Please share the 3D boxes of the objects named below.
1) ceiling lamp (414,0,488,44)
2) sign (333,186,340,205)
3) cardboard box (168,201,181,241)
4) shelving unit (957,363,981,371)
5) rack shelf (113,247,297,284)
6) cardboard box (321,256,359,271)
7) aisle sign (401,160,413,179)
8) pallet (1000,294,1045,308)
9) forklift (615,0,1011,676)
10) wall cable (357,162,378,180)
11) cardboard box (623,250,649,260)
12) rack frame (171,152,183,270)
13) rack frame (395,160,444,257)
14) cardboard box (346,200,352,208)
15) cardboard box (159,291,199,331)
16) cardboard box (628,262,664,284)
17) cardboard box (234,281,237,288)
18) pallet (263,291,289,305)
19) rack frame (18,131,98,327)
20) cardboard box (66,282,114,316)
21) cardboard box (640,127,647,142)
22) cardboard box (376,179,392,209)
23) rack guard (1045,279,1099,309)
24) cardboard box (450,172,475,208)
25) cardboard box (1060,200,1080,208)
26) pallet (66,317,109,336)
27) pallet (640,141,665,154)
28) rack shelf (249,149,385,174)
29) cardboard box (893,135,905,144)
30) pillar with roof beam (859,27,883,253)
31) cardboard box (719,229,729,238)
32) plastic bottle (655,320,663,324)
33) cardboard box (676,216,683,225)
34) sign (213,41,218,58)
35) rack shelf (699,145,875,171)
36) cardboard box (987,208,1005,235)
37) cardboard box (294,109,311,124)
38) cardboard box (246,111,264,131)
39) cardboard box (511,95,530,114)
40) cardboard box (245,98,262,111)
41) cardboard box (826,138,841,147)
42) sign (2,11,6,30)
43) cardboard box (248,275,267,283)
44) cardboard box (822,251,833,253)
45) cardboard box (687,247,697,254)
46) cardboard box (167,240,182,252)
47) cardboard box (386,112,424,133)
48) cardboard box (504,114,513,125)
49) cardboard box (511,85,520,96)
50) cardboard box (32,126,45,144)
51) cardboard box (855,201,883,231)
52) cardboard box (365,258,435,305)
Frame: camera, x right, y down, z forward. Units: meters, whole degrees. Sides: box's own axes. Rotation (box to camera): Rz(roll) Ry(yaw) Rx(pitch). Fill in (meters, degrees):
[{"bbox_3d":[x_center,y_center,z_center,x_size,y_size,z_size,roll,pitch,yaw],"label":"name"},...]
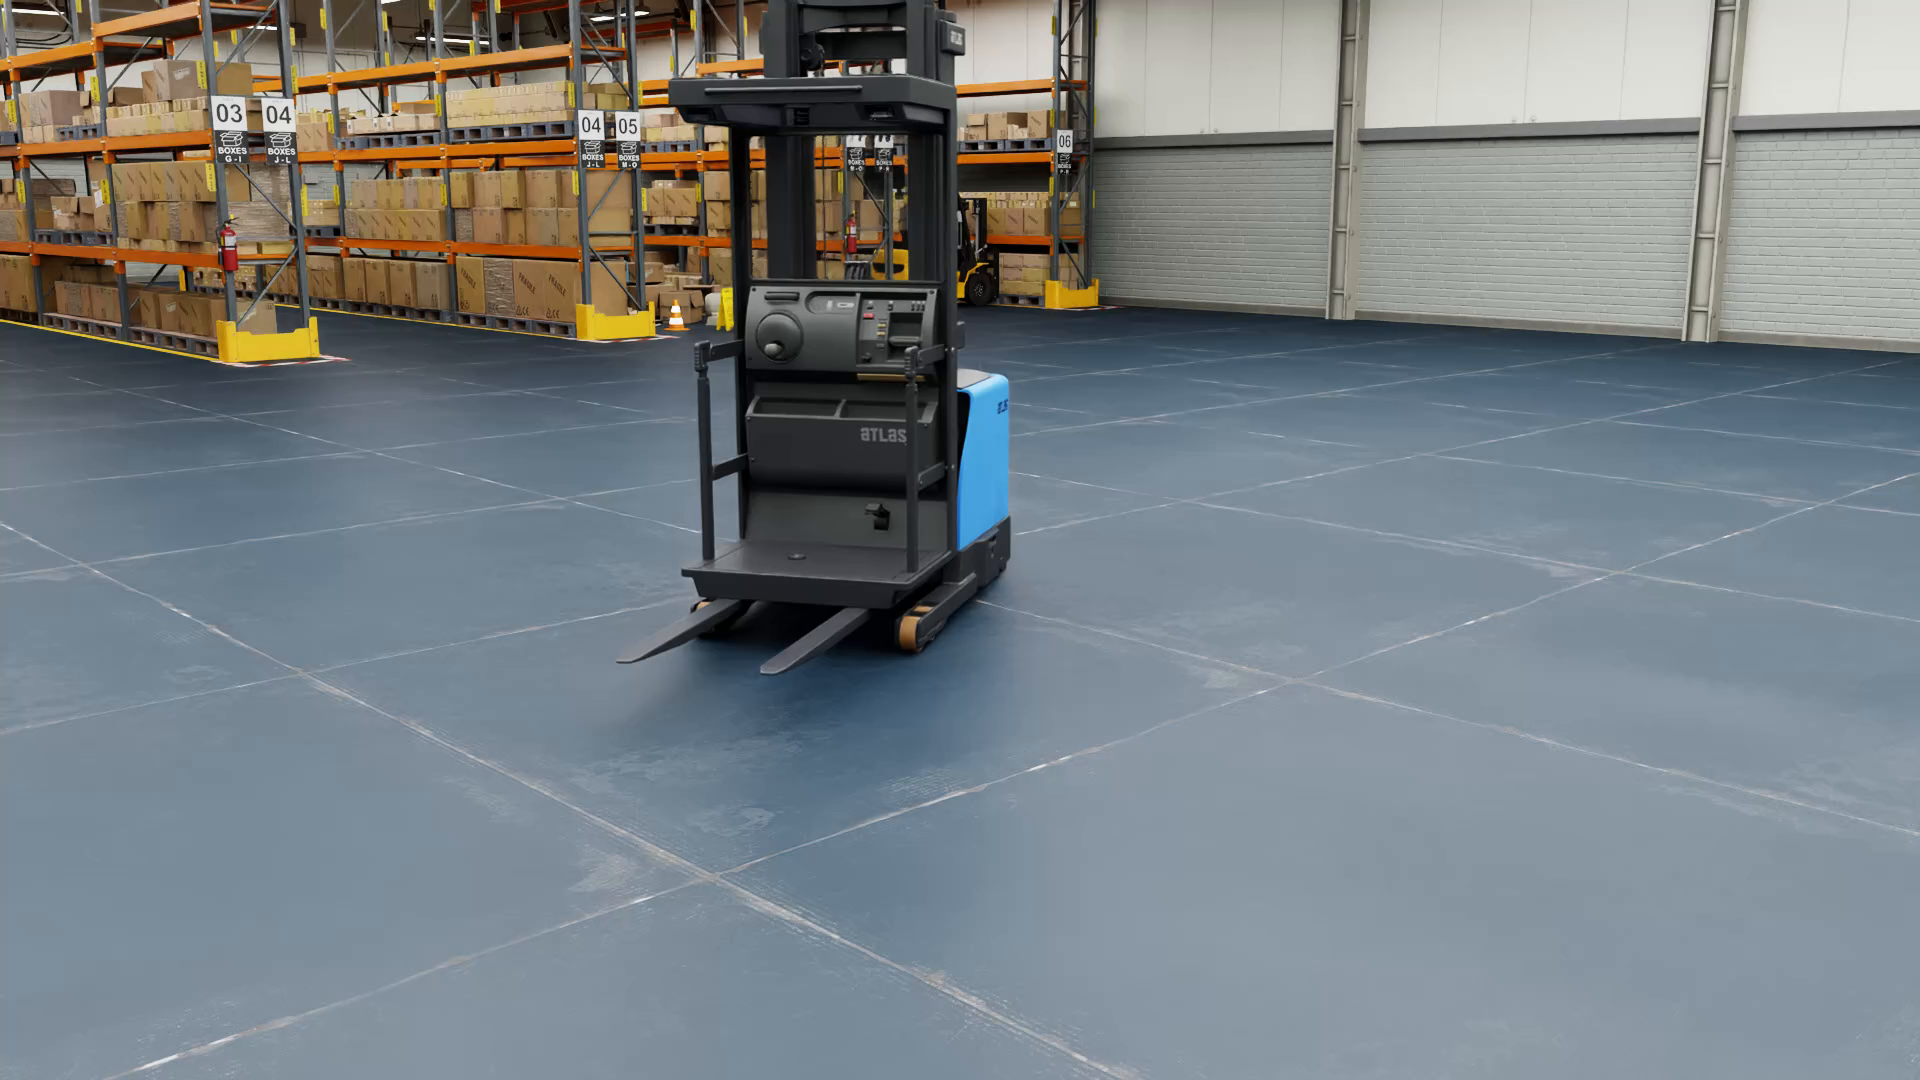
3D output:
[{"bbox_3d":[-12.512,-14.027,41.230,2.000,3.185,0.800,-11,16,-43],"label":"ceiling lamp"},{"bbox_3d":[-10.936,-6.050,29.171,0.100,0.325,0.005,-11,16,-43],"label":"sign"},{"bbox_3d":[-9.789,-4.169,21.728,0.875,0.500,0.500,-11,16,-43],"label":"cardboard box"},{"bbox_3d":[-0.037,-0.522,9.843,0.215,1.050,0.252,-11,16,-43],"label":"shelving unit"},{"bbox_3d":[-10.064,-3.695,22.193,1.077,0.370,4.000,-11,16,-43],"label":"rack shelf"},{"bbox_3d":[-11.212,-5.011,30.095,0.500,0.250,0.500,11,16,44],"label":"cardboard box"},{"bbox_3d":[-12.824,-8.714,38.333,0.394,0.787,0.004,-11,16,-43],"label":"aisle sign"},{"bbox_3d":[1.514,-4.568,31.561,1.003,0.211,1.213,-11,16,-43],"label":"pallet"},{"bbox_3d":[-0.616,-1.019,7.593,1.130,2.935,3.031,3,12,15],"label":"forklift"},{"bbox_3d":[-15.458,-8.988,43.584,0.588,1.984,0.122,-11,16,-43],"label":"wall cable"},{"bbox_3d":[-8.061,-6.912,41.181,0.700,0.500,0.500,-10,15,-40],"label":"cardboard box"},{"bbox_3d":[-16.075,-6.767,35.321,1.000,3.000,0.127,-11,16,-43],"label":"rack frame"},{"bbox_3d":[-12.565,-7.471,38.741,1.000,3.000,0.127,-11,16,-43],"label":"rack frame"},{"bbox_3d":[-10.917,-6.106,30.224,0.250,0.149,0.380,11,16,44],"label":"cardboard box"},{"bbox_3d":[-10.797,-3.174,23.036,0.500,0.500,0.500,-5,13,-25],"label":"cardboard box"},{"bbox_3d":[-5.544,-4.614,29.191,0.500,0.500,0.500,-11,16,-43],"label":"cardboard box"},{"bbox_3d":[-14.545,-5.153,33.513,0.380,0.149,0.250,-11,16,-43],"label":"cardboard box"},{"bbox_3d":[-12.774,-4.704,32.218,1.003,0.211,1.213,-11,16,-43],"label":"pallet"},{"bbox_3d":[-14.208,-4.923,26.371,1.000,3.000,0.127,-11,16,-43],"label":"rack frame"},{"bbox_3d":[-13.338,-3.740,25.733,0.500,0.500,0.700,10,15,40],"label":"cardboard box"},{"bbox_3d":[-5.966,-7.605,31.699,0.797,0.503,0.637,-11,16,-43],"label":"cardboard box"},{"bbox_3d":[-9.541,-5.923,28.499,0.700,0.500,0.500,-11,16,-43],"label":"cardboard box"},{"bbox_3d":[2.089,-4.600,31.002,1.175,0.500,0.348,-11,16,-43],"label":"rack guard"},{"bbox_3d":[-7.558,-5.559,26.412,0.875,0.550,0.550,-11,16,-43],"label":"cardboard box"},{"bbox_3d":[2.025,-6.281,31.107,0.250,0.149,0.380,11,16,44],"label":"cardboard box"},{"bbox_3d":[-12.831,-3.265,25.234,1.003,0.211,1.213,-11,16,-43],"label":"pallet"},{"bbox_3d":[-5.345,-7.353,31.198,1.213,0.211,1.003,-11,16,-43],"label":"pallet"},{"bbox_3d":[-11.932,-7.008,30.841,1.077,0.370,4.000,-11,16,-43],"label":"rack shelf"},{"bbox_3d":[-1.366,-8.164,33.602,0.500,0.311,0.500,11,16,43],"label":"cardboard box"},{"bbox_3d":[-5.014,-9.269,32.603,9.100,9.000,0.548,-11,16,-43],"label":"pillar with roof beam"},{"bbox_3d":[-4.080,-5.476,29.682,0.380,0.149,0.250,-10,15,-41],"label":"cardboard box"},{"bbox_3d":[-4.946,-3.519,26.842,0.283,0.061,0.133,6,13,26],"label":"plastic bottle"},{"bbox_3d":[-5.002,-5.880,30.600,0.250,0.149,0.380,11,16,43],"label":"cardboard box"},{"bbox_3d":[-15.660,-10.314,34.966,0.100,0.325,0.005,-11,16,-43],"label":"sign"},{"bbox_3d":[-2.897,-6.545,28.593,1.077,0.370,4.000,-11,16,-43],"label":"rack shelf"},{"bbox_3d":[0.837,-6.064,31.664,0.500,0.500,0.500,-11,16,-44],"label":"cardboard box"},{"bbox_3d":[-11.921,-7.700,30.272,0.396,0.266,0.258,-11,16,-43],"label":"cardboard box"},{"bbox_3d":[-8.829,-5.257,20.932,0.500,0.250,0.500,-10,15,-41],"label":"cardboard box"},{"bbox_3d":[-6.257,-6.406,24.486,0.500,0.250,0.500,-11,16,-43],"label":"cardboard box"},{"bbox_3d":[-8.706,-5.418,20.727,0.380,0.149,0.250,-11,16,-43],"label":"cardboard box"},{"bbox_3d":[-1.964,-6.495,27.193,0.380,0.149,0.250,-11,16,-42],"label":"cardboard box"},{"bbox_3d":[-16.586,-9.018,28.872,0.100,0.325,0.005,-11,16,-43],"label":"sign"},{"bbox_3d":[-13.760,-5.139,32.711,0.380,0.149,0.250,-10,16,-41],"label":"cardboard box"},{"bbox_3d":[-3.032,-5.945,36.180,0.875,0.625,0.625,-10,15,-41],"label":"cardboard box"},{"bbox_3d":[-6.160,-6.789,38.977,0.380,0.149,0.250,-10,15,-40],"label":"cardboard box"},{"bbox_3d":[-10.141,-3.849,21.783,0.380,0.149,0.250,-11,16,-43],"label":"cardboard box"},{"bbox_3d":[-9.158,-6.921,27.567,0.500,0.311,0.500,11,16,43],"label":"cardboard box"},{"bbox_3d":[-6.553,-6.256,24.744,0.380,0.149,0.250,-11,16,-42],"label":"cardboard box"},{"bbox_3d":[-6.382,-6.610,24.487,0.380,0.149,0.250,-11,16,-43],"label":"cardboard box"},{"bbox_3d":[-13.713,-6.139,25.214,0.500,0.250,0.500,-10,16,-41],"label":"cardboard box"},{"bbox_3d":[-1.642,-5.438,27.890,0.500,0.500,0.500,-11,16,-43],"label":"cardboard box"},{"bbox_3d":[-9.589,-4.474,28.729,1.050,0.750,0.750,-11,16,-42],"label":"cardboard box"}]
